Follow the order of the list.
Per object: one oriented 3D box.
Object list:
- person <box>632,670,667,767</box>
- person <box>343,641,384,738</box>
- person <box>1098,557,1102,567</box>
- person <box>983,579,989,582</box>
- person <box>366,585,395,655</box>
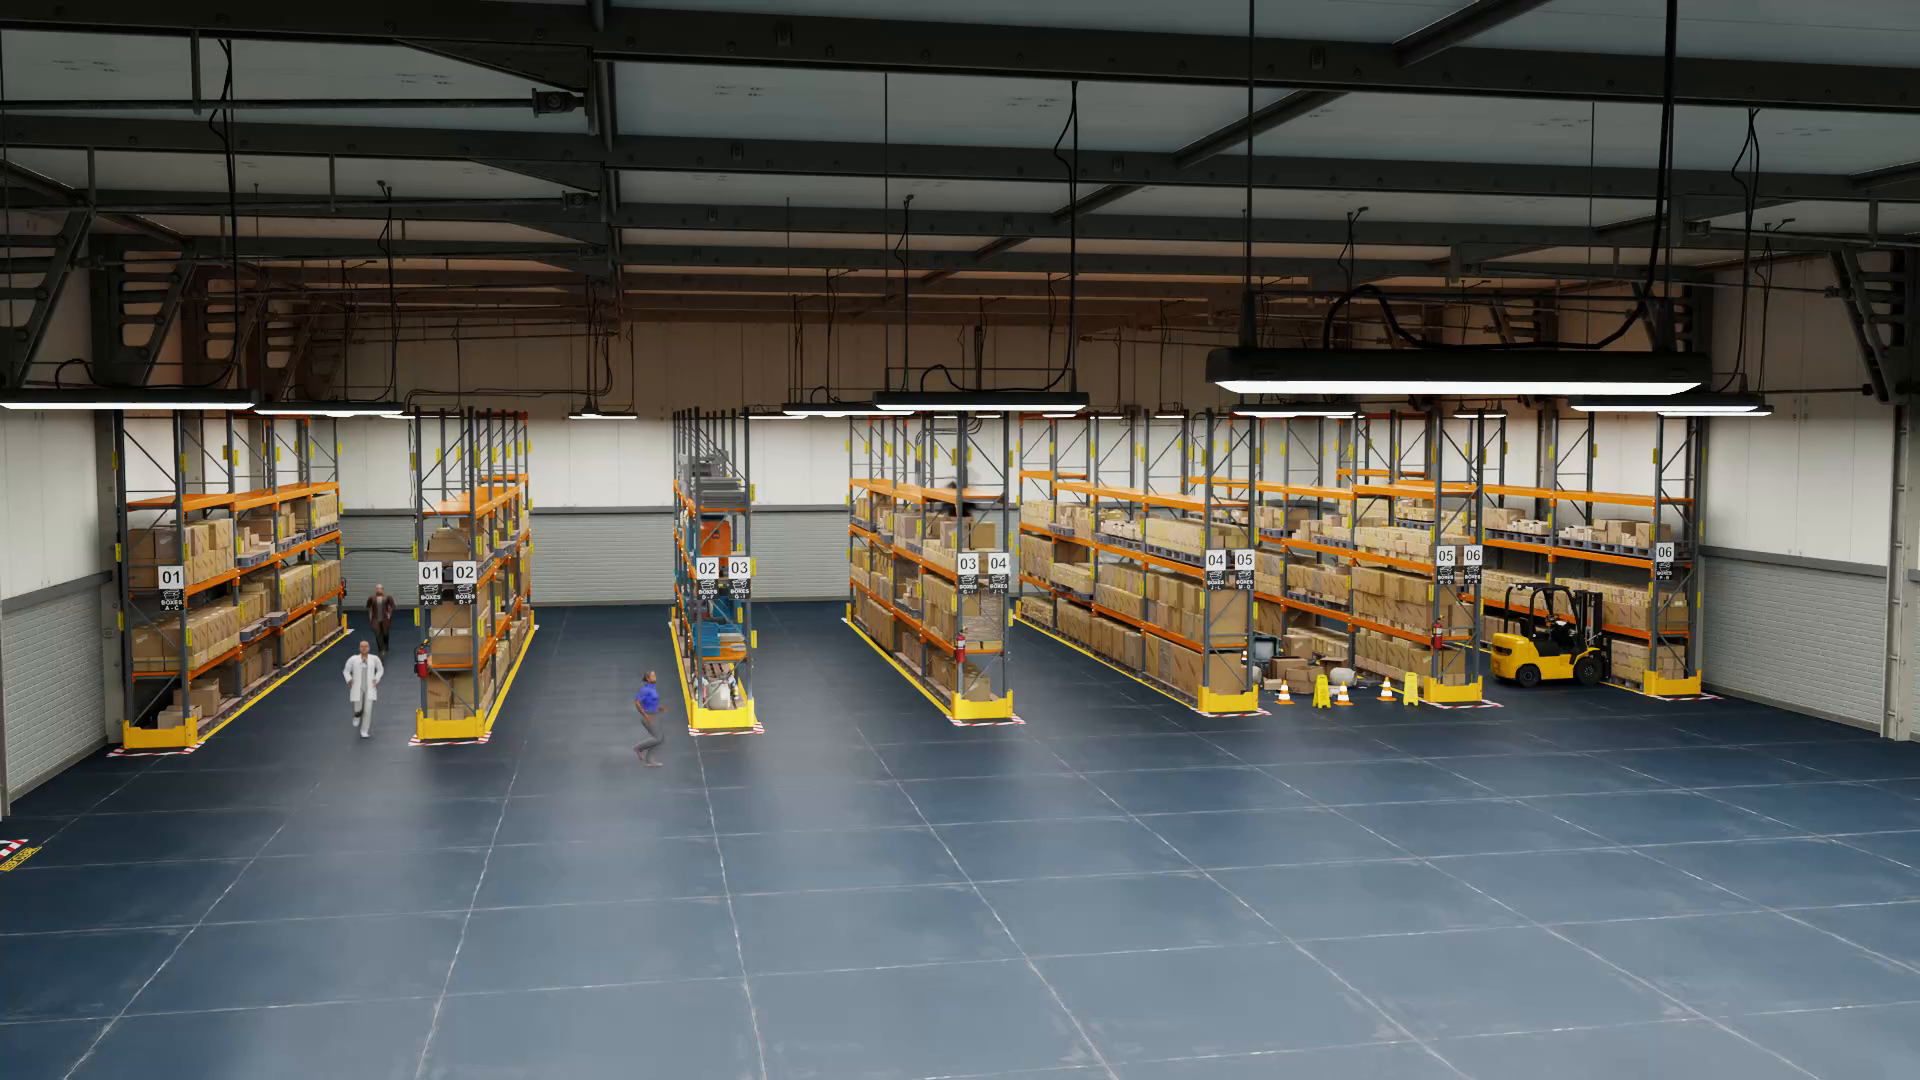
[{"bbox_3d":[-5.137,2.964,27.586,0.566,1.597,0.588,0,4,3],"label":"person"},{"bbox_3d":[-10.879,2.712,30.377,0.704,1.718,0.712,-2,4,-24],"label":"person"},{"bbox_3d":[4.096,1.353,48.714,0.713,1.750,1.027,-2,4,-25],"label":"person"},{"bbox_3d":[0.595,1.500,47.755,0.777,1.669,0.535,0,4,4],"label":"person"},{"bbox_3d":[-14.202,1.957,40.746,0.689,1.730,0.632,-1,4,-15],"label":"person"}]
